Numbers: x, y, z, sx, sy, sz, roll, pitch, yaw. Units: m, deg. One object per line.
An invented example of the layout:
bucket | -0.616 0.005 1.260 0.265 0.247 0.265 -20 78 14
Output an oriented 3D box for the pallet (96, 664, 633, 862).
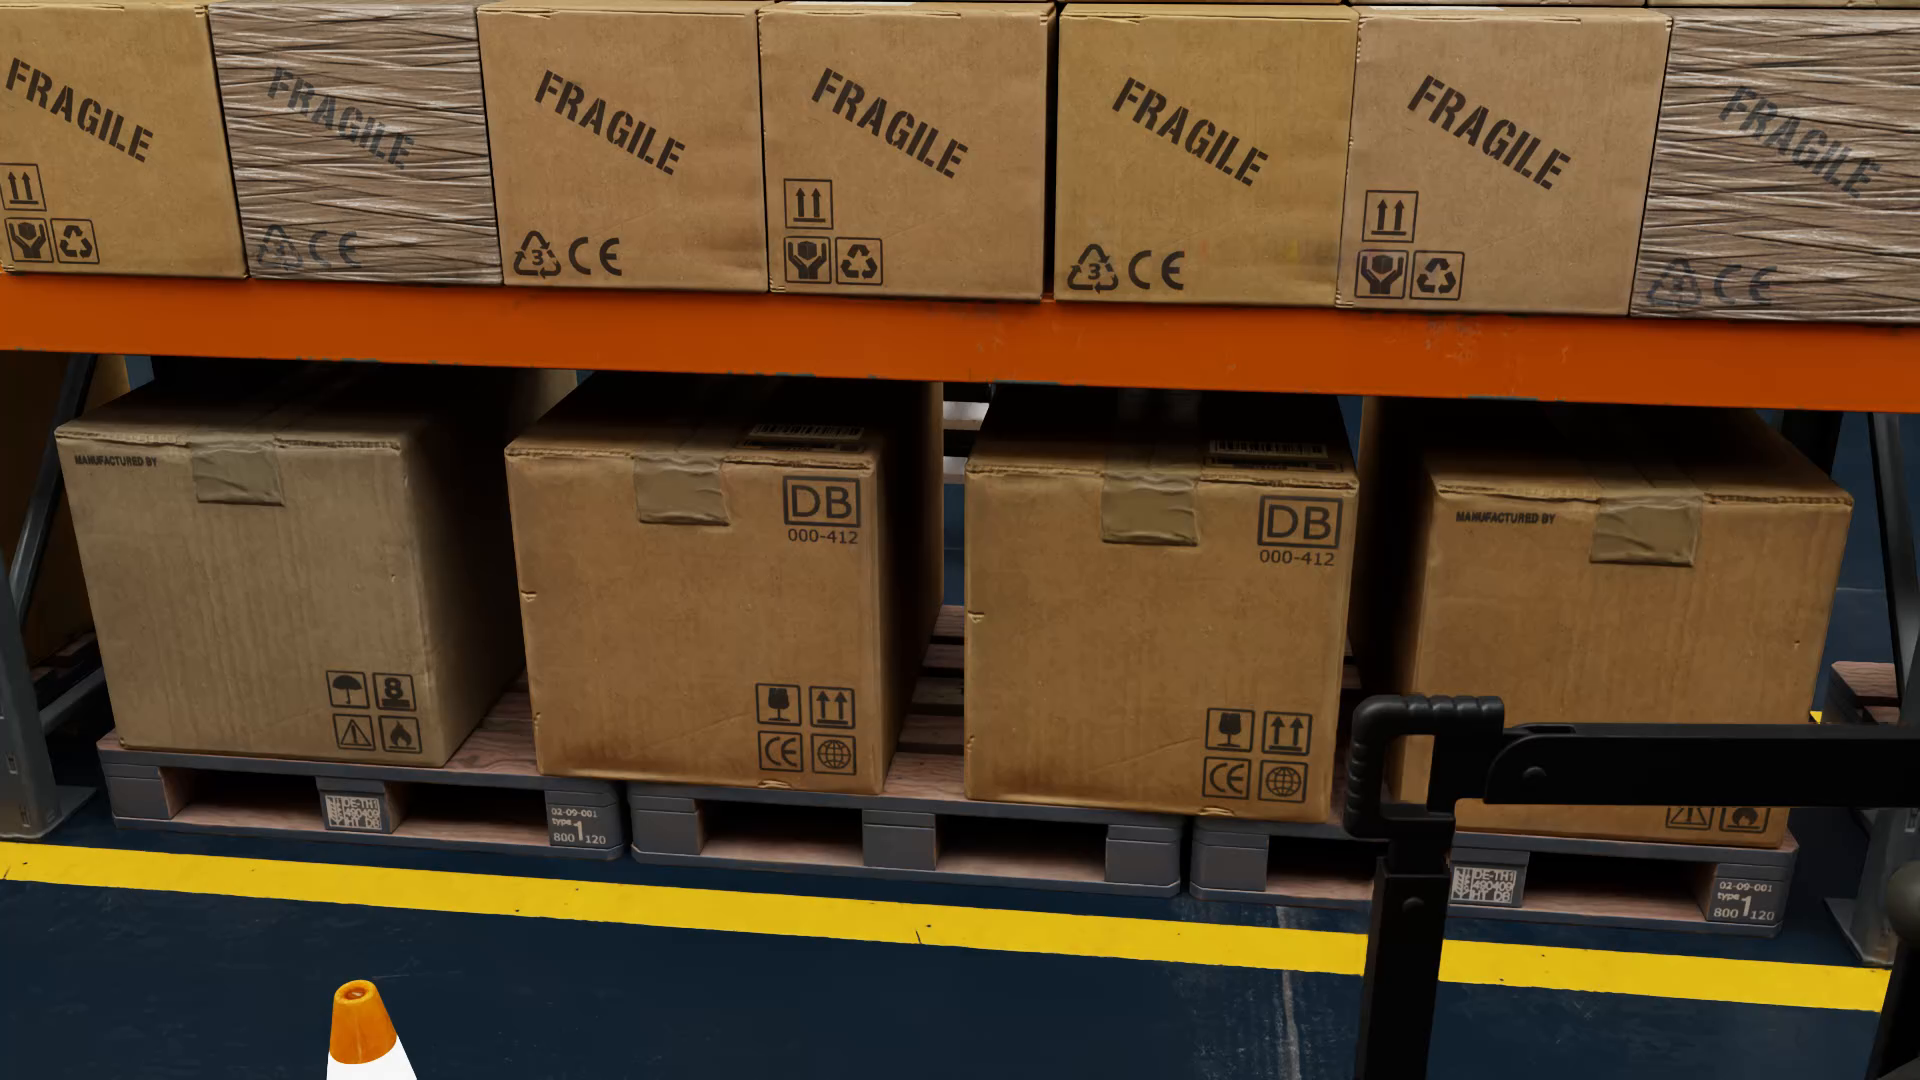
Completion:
pallet | -1.285 0.402 4.137 1.213 0.211 1.003 2 22 6

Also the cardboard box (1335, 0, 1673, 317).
cardboard box | 0.938 -0.718 3.040 0.500 0.500 0.500 2 22 6

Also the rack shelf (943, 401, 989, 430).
rack shelf | 0.008 -0.387 5.286 0.200 0.077 0.258 2 22 6

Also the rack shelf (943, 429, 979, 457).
rack shelf | 0.008 -0.303 5.319 0.200 0.077 0.258 2 22 6

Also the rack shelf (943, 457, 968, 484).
rack shelf | 0.008 -0.220 5.352 0.200 0.077 0.258 2 22 6

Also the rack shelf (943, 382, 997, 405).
rack shelf | 0.008 -0.471 5.253 0.200 0.077 0.258 2 22 6

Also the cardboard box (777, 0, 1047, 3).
cardboard box | -0.053 -1.327 3.221 0.500 0.500 0.700 2 22 6

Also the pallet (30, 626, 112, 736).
pallet | -2.806 0.334 4.307 1.213 0.211 1.003 2 22 6

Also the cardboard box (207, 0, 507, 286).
cardboard box | -1.068 -0.805 3.260 0.500 0.500 0.500 3 22 7

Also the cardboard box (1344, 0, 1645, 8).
cardboard box | 0.965 -1.284 3.111 0.500 0.500 0.700 2 22 6

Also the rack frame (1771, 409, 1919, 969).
rack frame | 1.912 -0.728 3.201 0.127 3.000 1.000 2 22 6

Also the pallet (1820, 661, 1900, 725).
pallet | 2.688 0.603 3.627 1.213 0.211 1.003 2 22 6

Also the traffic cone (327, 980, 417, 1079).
traffic cone | -0.906 0.888 2.564 0.334 0.463 0.336 2 22 6

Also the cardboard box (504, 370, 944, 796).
cardboard box | -0.476 -0.013 3.881 0.750 0.750 1.050 2 22 6

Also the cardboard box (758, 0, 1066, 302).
cardboard box | -0.068 -0.760 3.147 0.500 0.500 0.500 3 22 7

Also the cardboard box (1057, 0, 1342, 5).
cardboard box | 0.455 -1.305 3.165 0.500 0.500 0.700 2 22 5

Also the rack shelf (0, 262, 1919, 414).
rack shelf | -0.074 -0.480 3.552 4.000 0.370 1.077 2 22 6

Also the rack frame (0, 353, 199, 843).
rack frame | -2.060 -0.901 3.639 0.127 3.000 1.000 2 22 6

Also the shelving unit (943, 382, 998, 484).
shelving unit | 0.008 -0.418 5.273 0.210 0.900 0.258 2 22 6

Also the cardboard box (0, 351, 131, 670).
cardboard box | -2.677 -0.161 4.086 0.875 0.875 0.875 3 22 7

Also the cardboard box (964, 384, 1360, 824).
cardboard box | 0.449 0.027 3.780 0.750 0.750 1.050 3 22 7

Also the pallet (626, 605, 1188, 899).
pallet | -0.070 0.454 4.005 1.213 0.211 1.003 2 22 6

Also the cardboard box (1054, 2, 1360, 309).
cardboard box | 0.441 -0.740 3.095 0.500 0.500 0.500 2 22 5

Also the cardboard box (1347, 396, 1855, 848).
cardboard box | 1.318 0.064 3.687 0.750 0.750 1.050 2 22 6

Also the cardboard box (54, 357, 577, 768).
cardboard box | -1.433 -0.056 3.990 0.750 0.750 1.050 2 22 6

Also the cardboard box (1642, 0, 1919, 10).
cardboard box | 1.467 -1.262 3.057 0.500 0.500 0.700 2 22 6

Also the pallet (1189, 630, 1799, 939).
pallet | 1.138 0.507 3.870 1.213 0.211 1.003 2 22 6

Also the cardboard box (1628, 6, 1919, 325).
cardboard box | 1.433 -0.696 2.984 0.500 0.500 0.500 2 22 6

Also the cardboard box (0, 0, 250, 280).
cardboard box | -1.570 -0.826 3.314 0.500 0.500 0.500 3 22 7

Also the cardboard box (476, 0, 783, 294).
cardboard box | -0.572 -0.782 3.203 0.500 0.500 0.500 2 22 6

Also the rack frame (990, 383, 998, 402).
rack frame | 0.109 -0.414 5.262 0.006 0.900 0.240 2 22 6
